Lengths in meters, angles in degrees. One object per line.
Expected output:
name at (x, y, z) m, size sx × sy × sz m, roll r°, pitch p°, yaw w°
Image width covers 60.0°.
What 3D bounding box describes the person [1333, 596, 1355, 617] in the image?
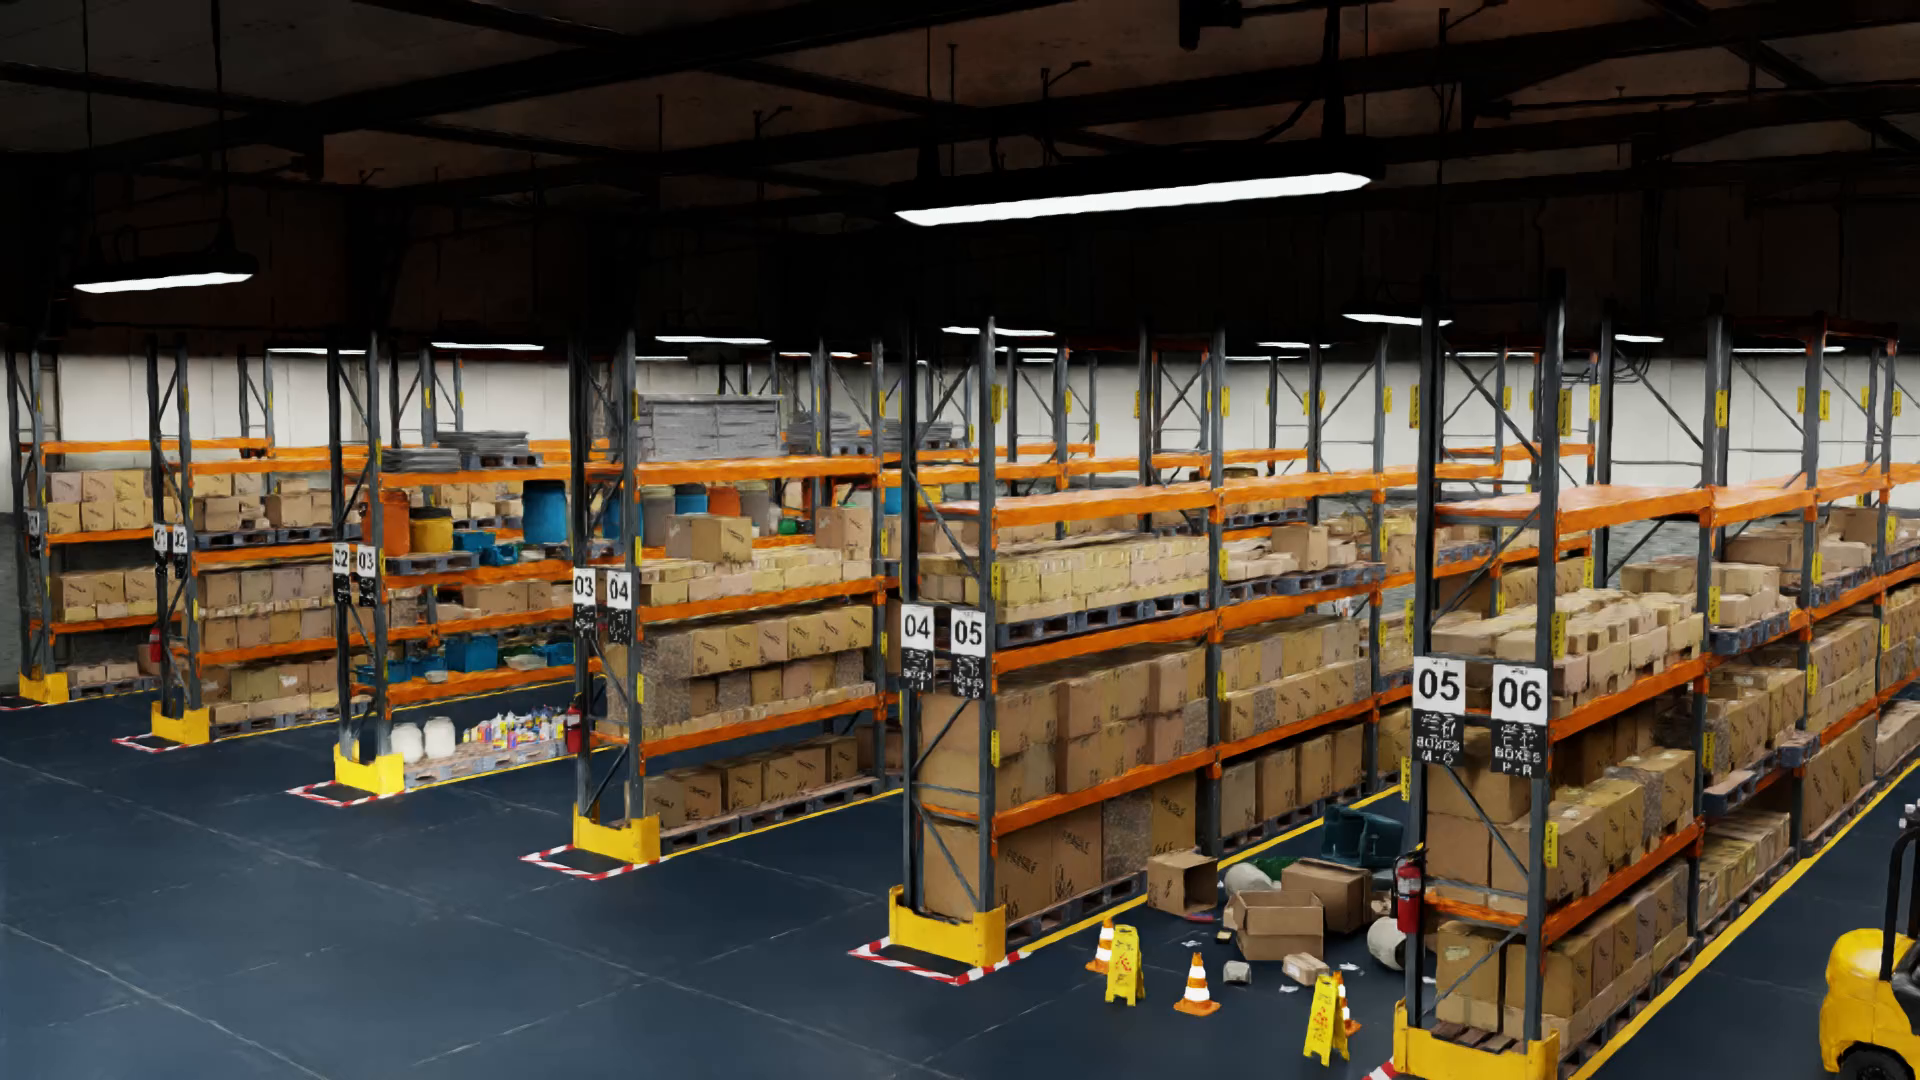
person at (7.302, 1.532, 31.306) m, size 0.552 × 1.652 × 0.712 m, roll 1°, pitch 5°, yaw 16°
